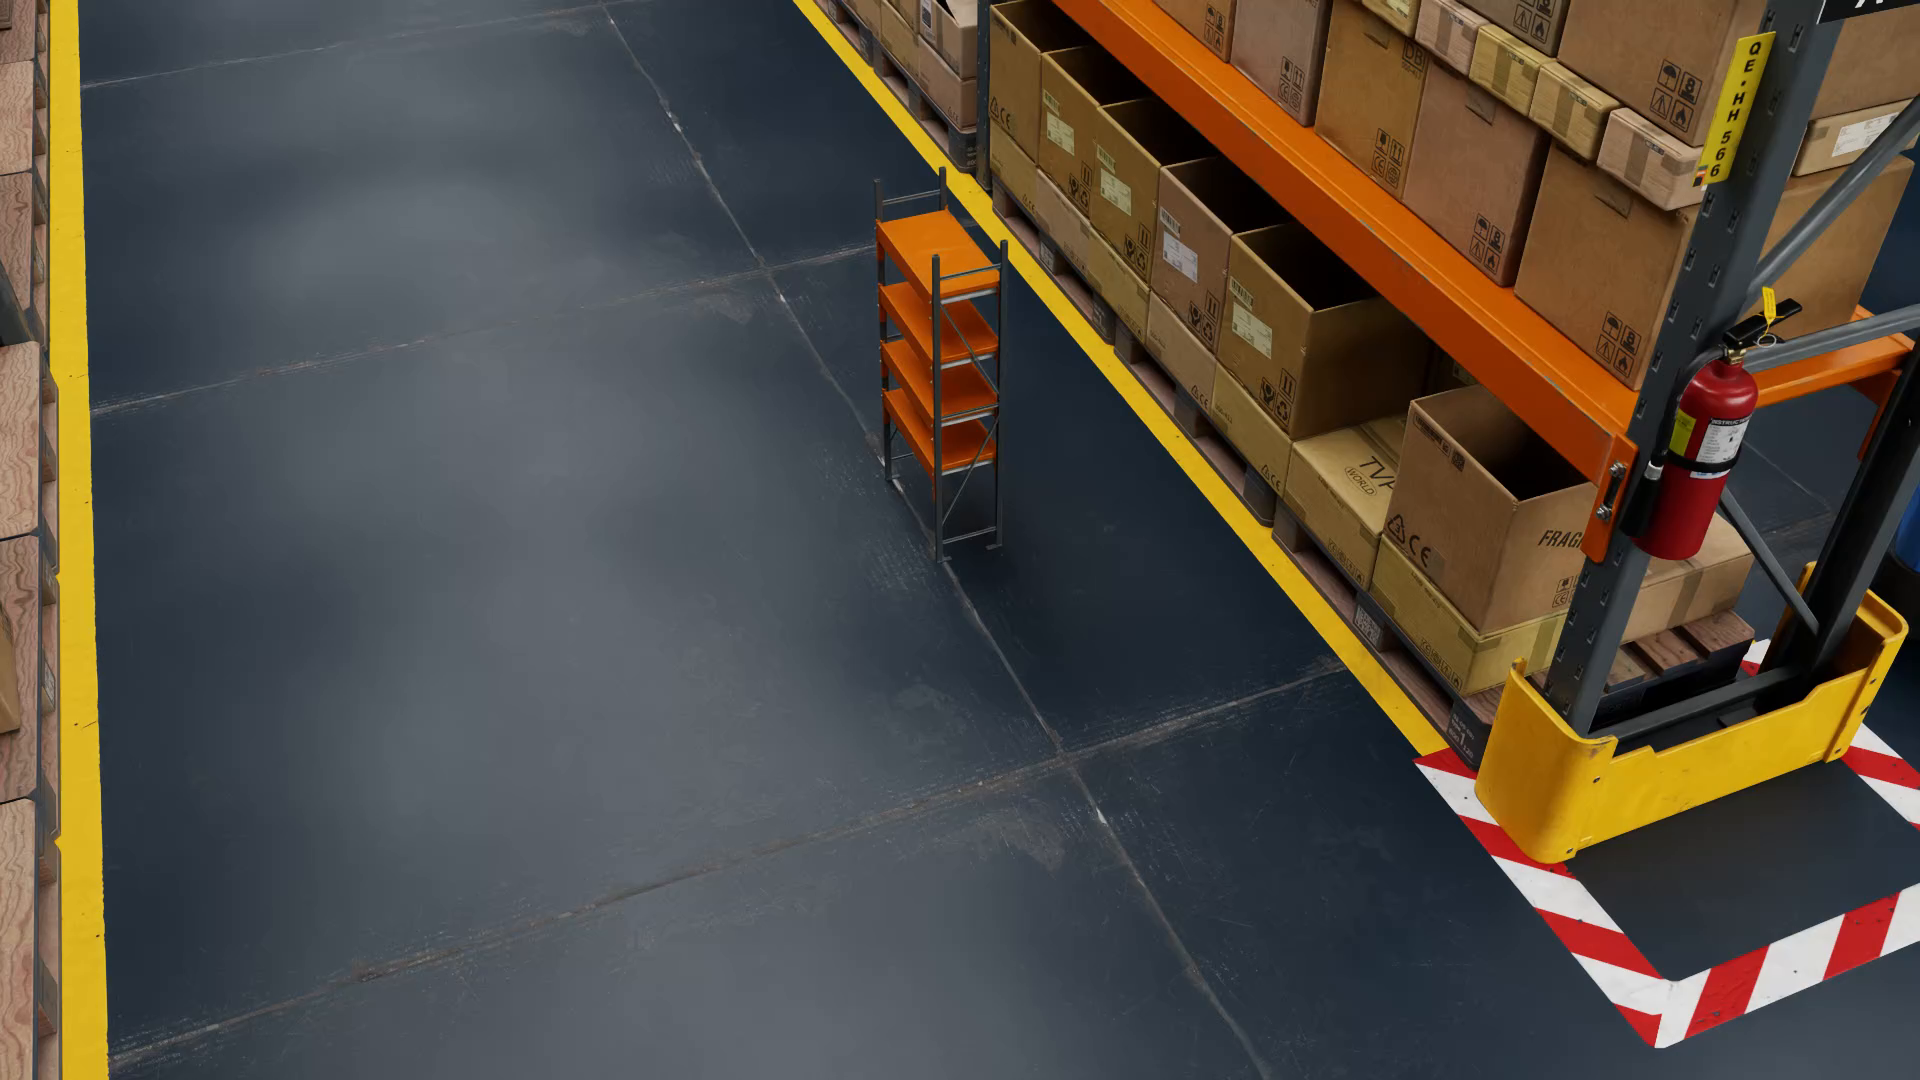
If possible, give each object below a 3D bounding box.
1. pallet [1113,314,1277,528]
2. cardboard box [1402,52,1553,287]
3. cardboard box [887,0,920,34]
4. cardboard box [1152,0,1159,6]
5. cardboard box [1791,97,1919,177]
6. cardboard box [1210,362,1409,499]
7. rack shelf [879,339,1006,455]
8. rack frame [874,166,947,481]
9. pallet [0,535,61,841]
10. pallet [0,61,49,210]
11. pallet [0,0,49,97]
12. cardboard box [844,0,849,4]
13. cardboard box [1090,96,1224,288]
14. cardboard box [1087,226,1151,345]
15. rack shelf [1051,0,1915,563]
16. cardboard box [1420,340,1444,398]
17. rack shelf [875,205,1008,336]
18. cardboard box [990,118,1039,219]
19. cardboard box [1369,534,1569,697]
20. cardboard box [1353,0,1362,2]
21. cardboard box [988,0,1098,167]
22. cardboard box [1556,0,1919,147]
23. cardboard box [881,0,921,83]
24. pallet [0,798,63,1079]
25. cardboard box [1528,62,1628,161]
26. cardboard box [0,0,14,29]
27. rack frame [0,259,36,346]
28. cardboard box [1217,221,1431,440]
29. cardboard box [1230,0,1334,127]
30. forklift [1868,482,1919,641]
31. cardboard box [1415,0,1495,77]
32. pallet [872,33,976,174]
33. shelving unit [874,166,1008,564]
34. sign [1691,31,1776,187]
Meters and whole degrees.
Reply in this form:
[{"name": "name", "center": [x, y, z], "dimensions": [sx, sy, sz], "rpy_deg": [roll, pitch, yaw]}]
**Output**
[{"name": "pallet", "center": [1.294, -0.601, 6.287], "dimensions": [1.003, 0.211, 1.213], "rpy_deg": [-15, 43, -17]}, {"name": "cardboard box", "center": [1.716, -1.112, 4.666], "dimensions": [0.700, 0.500, 0.500], "rpy_deg": [-14, 43, -16]}, {"name": "cardboard box", "center": [-0.067, -2.697, 7.943], "dimensions": [0.500, 0.311, 0.500], "rpy_deg": [-14, 43, -16]}, {"name": "cardboard box", "center": [0.941, -2.340, 6.094], "dimensions": [0.700, 0.500, 0.500], "rpy_deg": [-16, 43, -17]}, {"name": "cardboard box", "center": [2.137, -1.048, 4.094], "dimensions": [0.380, 0.149, 0.250], "rpy_deg": [-15, 43, -17]}, {"name": "cardboard box", "center": [1.215, -0.439, 5.747], "dimensions": [0.500, 0.250, 0.500], "rpy_deg": [-15, 43, -17]}, {"name": "rack shelf", "center": [-0.063, -0.504, 5.519], "dimensions": [0.258, 0.148, 0.480], "rpy_deg": [-15, 43, -17]}, {"name": "rack frame", "center": [-0.157, -0.702, 5.646], "dimensions": [0.240, 1.200, 0.015], "rpy_deg": [-15, 43, -17]}, {"name": "pallet", "center": [-3.257, 0.543, 4.956], "dimensions": [1.003, 0.211, 1.213], "rpy_deg": [-15, 43, -17]}, {"name": "pallet", "center": [-4.787, -1.793, 7.673], "dimensions": [1.003, 0.211, 1.213], "rpy_deg": [-15, 43, -17]}, {"name": "pallet", "center": [-5.250, -2.527, 8.527], "dimensions": [1.003, 0.211, 1.213], "rpy_deg": [-15, 43, -17]}, {"name": "cardboard box", "center": [-0.450, -3.098, 8.839], "dimensions": [0.500, 0.250, 0.500], "rpy_deg": [-14, 43, -16]}, {"name": "cardboard box", "center": [0.829, -1.325, 6.202], "dimensions": [0.500, 0.500, 0.500], "rpy_deg": [-15, 43, -17]}, {"name": "cardboard box", "center": [0.828, -1.041, 6.446], "dimensions": [0.500, 0.250, 0.500], "rpy_deg": [-15, 43, -17]}, {"name": "rack shelf", "center": [1.323, -1.406, 5.637], "dimensions": [1.077, 0.370, 4.000], "rpy_deg": [-15, 43, -17]}, {"name": "cardboard box", "center": [1.693, -0.853, 5.652], "dimensions": [0.500, 0.500, 0.500], "rpy_deg": [-15, 43, -17]}, {"name": "rack shelf", "center": [-0.063, -0.853, 5.219], "dimensions": [0.258, 0.148, 0.480], "rpy_deg": [-15, 43, -17]}, {"name": "cardboard box", "center": [0.455, -1.646, 7.150], "dimensions": [0.500, 0.250, 0.500], "rpy_deg": [-15, 43, -17]}, {"name": "cardboard box", "center": [1.610, 0.160, 5.050], "dimensions": [0.500, 0.250, 0.500], "rpy_deg": [-15, 43, -17]}, {"name": "cardboard box", "center": [1.269, -1.720, 4.876], "dimensions": [0.380, 0.149, 0.250], "rpy_deg": [-14, 43, -16]}, {"name": "cardboard box", "center": [0.446, -1.927, 6.902], "dimensions": [0.500, 0.500, 0.500], "rpy_deg": [-15, 43, -17]}, {"name": "cardboard box", "center": [1.901, -1.320, 3.913], "dimensions": [0.700, 0.500, 0.500], "rpy_deg": [-15, 43, -17]}, {"name": "cardboard box", "center": [-0.060, -2.483, 8.124], "dimensions": [0.500, 0.250, 0.500], "rpy_deg": [-16, 43, -18]}, {"name": "pallet", "center": [-2.794, 1.277, 4.103], "dimensions": [1.003, 0.211, 1.213], "rpy_deg": [-15, 43, -17]}, {"name": "cardboard box", "center": [1.665, -1.098, 4.152], "dimensions": [0.380, 0.149, 0.250], "rpy_deg": [-14, 43, -16]}, {"name": "cardboard box", "center": [-5.224, -2.854, 8.348], "dimensions": [0.700, 0.500, 0.500], "rpy_deg": [-15, 43, -16]}, {"name": "rack frame", "center": [-4.017, -1.646, 5.363], "dimensions": [1.000, 3.000, 0.127], "rpy_deg": [-15, 43, -17]}, {"name": "cardboard box", "center": [1.212, -0.723, 5.502], "dimensions": [0.500, 0.500, 0.500], "rpy_deg": [-15, 43, -17]}, {"name": "cardboard box", "center": [1.327, -1.728, 5.383], "dimensions": [0.700, 0.500, 0.500], "rpy_deg": [-14, 43, -16]}, {"name": "forklift", "center": [4.099, -1.476, 5.219], "dimensions": [1.130, 2.935, 3.031], "rpy_deg": [21, 45, 22]}, {"name": "cardboard box", "center": [1.473, -1.404, 4.508], "dimensions": [0.380, 0.149, 0.250], "rpy_deg": [-15, 43, -16]}, {"name": "pallet", "center": [0.240, -2.261, 8.217], "dimensions": [1.003, 0.211, 1.213], "rpy_deg": [-15, 43, -17]}, {"name": "shelving unit", "center": [-0.063, -0.555, 5.475], "dimensions": [0.258, 1.200, 0.503], "rpy_deg": [-15, 43, -17]}, {"name": "sign", "center": [1.582, -0.876, 3.399], "dimensions": [0.100, 0.325, 0.005], "rpy_deg": [-15, 43, -17]}]
